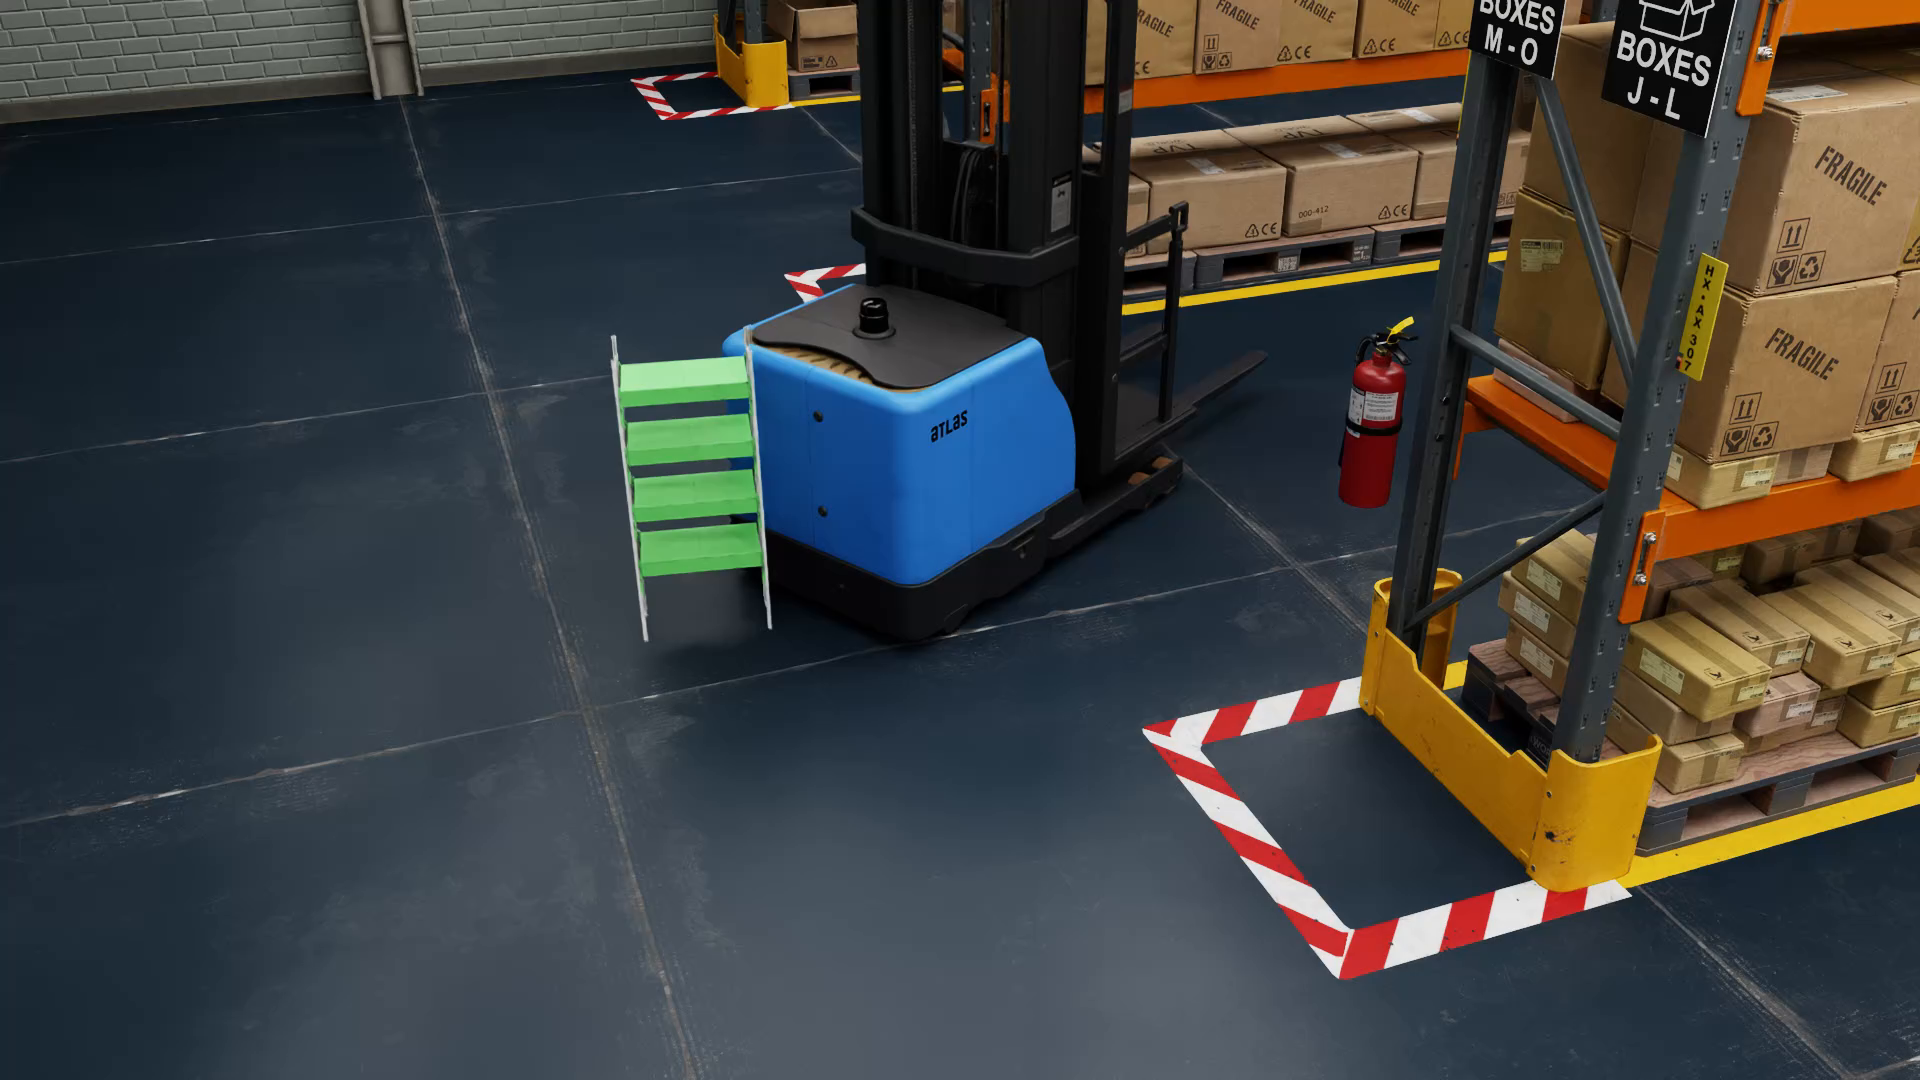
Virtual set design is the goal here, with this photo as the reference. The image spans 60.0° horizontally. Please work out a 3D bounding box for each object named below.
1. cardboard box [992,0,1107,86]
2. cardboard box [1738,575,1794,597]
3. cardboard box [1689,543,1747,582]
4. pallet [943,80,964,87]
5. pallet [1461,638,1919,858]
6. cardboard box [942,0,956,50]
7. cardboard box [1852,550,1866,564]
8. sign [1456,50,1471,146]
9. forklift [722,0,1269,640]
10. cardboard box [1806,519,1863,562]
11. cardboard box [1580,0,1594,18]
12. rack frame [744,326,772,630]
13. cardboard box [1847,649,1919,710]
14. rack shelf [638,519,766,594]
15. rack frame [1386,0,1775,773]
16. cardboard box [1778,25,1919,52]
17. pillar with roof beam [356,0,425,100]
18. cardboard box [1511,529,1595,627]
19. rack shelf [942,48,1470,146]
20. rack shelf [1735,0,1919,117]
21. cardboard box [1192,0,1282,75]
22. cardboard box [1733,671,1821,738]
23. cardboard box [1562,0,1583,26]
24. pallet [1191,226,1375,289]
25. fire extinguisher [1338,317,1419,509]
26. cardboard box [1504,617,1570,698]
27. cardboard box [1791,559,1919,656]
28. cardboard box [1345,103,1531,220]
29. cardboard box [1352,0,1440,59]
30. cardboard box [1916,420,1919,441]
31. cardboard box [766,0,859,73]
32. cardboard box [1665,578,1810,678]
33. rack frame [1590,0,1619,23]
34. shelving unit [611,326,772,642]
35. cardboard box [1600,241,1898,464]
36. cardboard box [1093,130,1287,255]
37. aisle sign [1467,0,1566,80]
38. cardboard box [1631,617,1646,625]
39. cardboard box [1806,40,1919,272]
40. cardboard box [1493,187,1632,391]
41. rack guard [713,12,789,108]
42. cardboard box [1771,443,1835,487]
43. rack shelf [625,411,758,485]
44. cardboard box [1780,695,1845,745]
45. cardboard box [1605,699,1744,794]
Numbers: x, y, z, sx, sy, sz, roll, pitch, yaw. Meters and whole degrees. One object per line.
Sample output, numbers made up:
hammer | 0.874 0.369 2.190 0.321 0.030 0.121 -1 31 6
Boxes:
cardboard box | 0.486 -2.733 8.916 0.500 0.500 0.500 -11 31 -18
cardboard box | 2.926 0.154 6.105 0.250 0.149 0.380 -11 31 -18
cardboard box | 2.619 0.008 6.061 0.250 0.149 0.380 -11 32 -19
pallet | 0.161 -4.190 14.392 1.213 0.211 1.003 -10 31 -18
pallet | 2.602 0.614 5.959 1.213 0.211 1.003 -10 31 -18
cardboard box | -0.377 -4.330 13.920 0.500 0.500 0.700 -9 31 -16
cardboard box | 3.366 0.021 6.338 0.250 0.149 0.380 -9 31 -15
sign | 1.582 -1.362 5.122 0.005 0.325 0.100 -10 31 -18
forklift | 0.367 -1.549 7.009 1.130 2.935 3.031 22 36 33
cardboard box | 3.116 -0.080 6.215 0.250 0.149 0.380 -9 31 -16
cardboard box | 4.189 -3.319 10.196 0.500 0.250 0.500 -11 32 -19
rack frame | -0.778 -0.222 6.421 0.015 1.200 0.240 -5 30 -8
cardboard box | 3.091 0.397 5.679 0.250 0.149 0.380 -9 31 -16
rack shelf | -1.017 0.064 6.536 0.480 0.148 0.258 -5 30 -8
rack frame | 1.757 -0.461 5.028 0.127 3.000 1.000 -10 31 -18
cardboard box | 2.574 -1.350 5.177 0.500 0.500 0.500 -12 32 -19
pillar with roof beam | -3.139 -5.604 7.996 0.400 9.000 9.100 -10 31 -18
cardboard box | 2.165 0.128 5.850 0.250 0.149 0.380 -10 31 -17
rack shelf | 1.810 -2.772 9.813 4.000 0.370 1.077 -10 31 -18
rack shelf | 3.631 -1.797 5.070 4.000 0.370 1.077 -10 31 -18
cardboard box | 1.433 -2.913 9.231 0.500 0.500 0.500 -11 31 -18
cardboard box | 2.614 0.474 5.543 0.250 0.149 0.380 -11 31 -18
cardboard box | 3.339 -3.275 9.867 0.500 0.500 0.500 -10 31 -17
pallet | 1.800 -1.911 10.391 1.213 0.211 1.003 -10 31 -18
fire extinguisher | 1.360 -0.436 5.439 0.183 0.674 0.296 -10 31 -18
cardboard box | 2.177 0.408 5.960 0.250 0.149 0.380 -10 31 -17
cardboard box | 3.067 0.236 5.661 0.250 0.149 0.380 -12 32 -20
cardboard box | 3.059 -2.441 10.668 0.875 0.438 0.875 -11 31 -18
cardboard box | 2.393 -3.090 9.543 0.500 0.500 0.500 -11 31 -18
cardboard box | 2.865 -0.448 5.261 0.250 0.149 0.380 -9 31 -15
cardboard box | -1.192 -4.201 13.692 0.637 0.503 0.797 -12 32 -20
cardboard box | 2.583 0.301 5.546 0.250 0.149 0.380 -10 31 -17
rack frame | 3.685 -3.430 10.241 0.127 3.000 1.000 -10 31 -18
shelving unit | -1.019 -0.200 6.385 0.503 1.200 0.258 -5 30 -8
cardboard box | 2.274 -0.583 4.841 0.500 0.500 0.500 -9 31 -15
cardboard box | 1.375 -2.131 10.125 0.875 0.438 0.875 -10 31 -16
aisle sign | 1.584 -1.717 4.607 0.004 0.787 0.394 -10 31 -18
cardboard box | 2.416 0.223 5.984 0.250 0.149 0.380 -11 32 -19
cardboard box | 2.741 -1.112 4.760 0.500 0.500 0.500 -10 31 -16
cardboard box | 2.088 -0.830 5.276 0.500 0.500 0.500 -10 31 -17
rack guard | -1.727 -3.969 13.712 0.348 0.500 1.175 -10 31 -18
cardboard box | 2.399 -0.319 5.033 0.250 0.149 0.380 -9 31 -16
rack shelf | -1.019 -0.352 6.297 0.480 0.148 0.258 -5 30 -8
cardboard box | 2.807 0.524 5.755 0.250 0.149 0.380 -10 31 -17
cardboard box | 2.359 0.654 5.528 0.250 0.149 0.380 -10 31 -17
